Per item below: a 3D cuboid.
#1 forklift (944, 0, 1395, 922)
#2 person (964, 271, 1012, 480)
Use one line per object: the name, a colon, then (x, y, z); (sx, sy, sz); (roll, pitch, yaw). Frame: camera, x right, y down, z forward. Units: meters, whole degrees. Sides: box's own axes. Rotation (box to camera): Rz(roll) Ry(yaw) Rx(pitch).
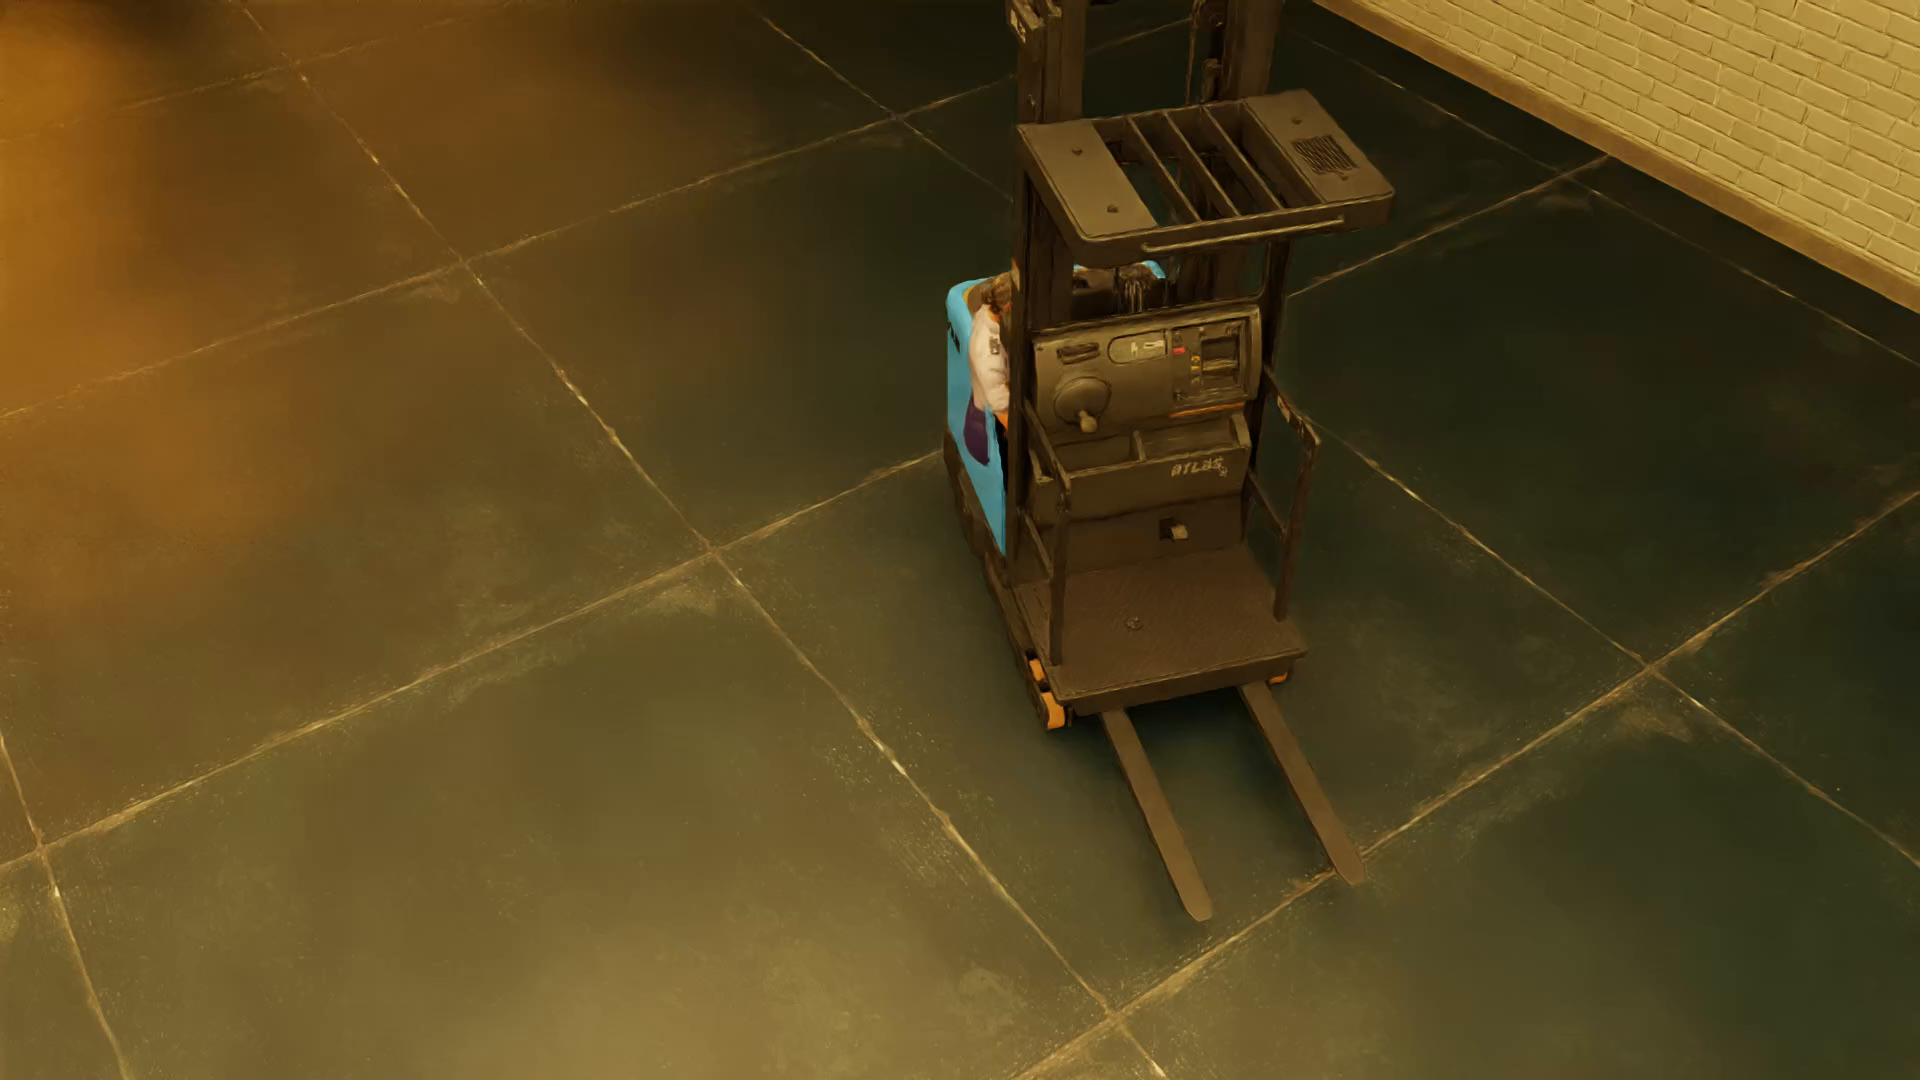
forklift: (0.795, -0.577, 6.342); (1.130, 2.935, 3.031); (-10, 44, -11)
person: (0.364, -0.511, 7.251); (0.811, 1.436, 0.742); (7, 43, 7)
